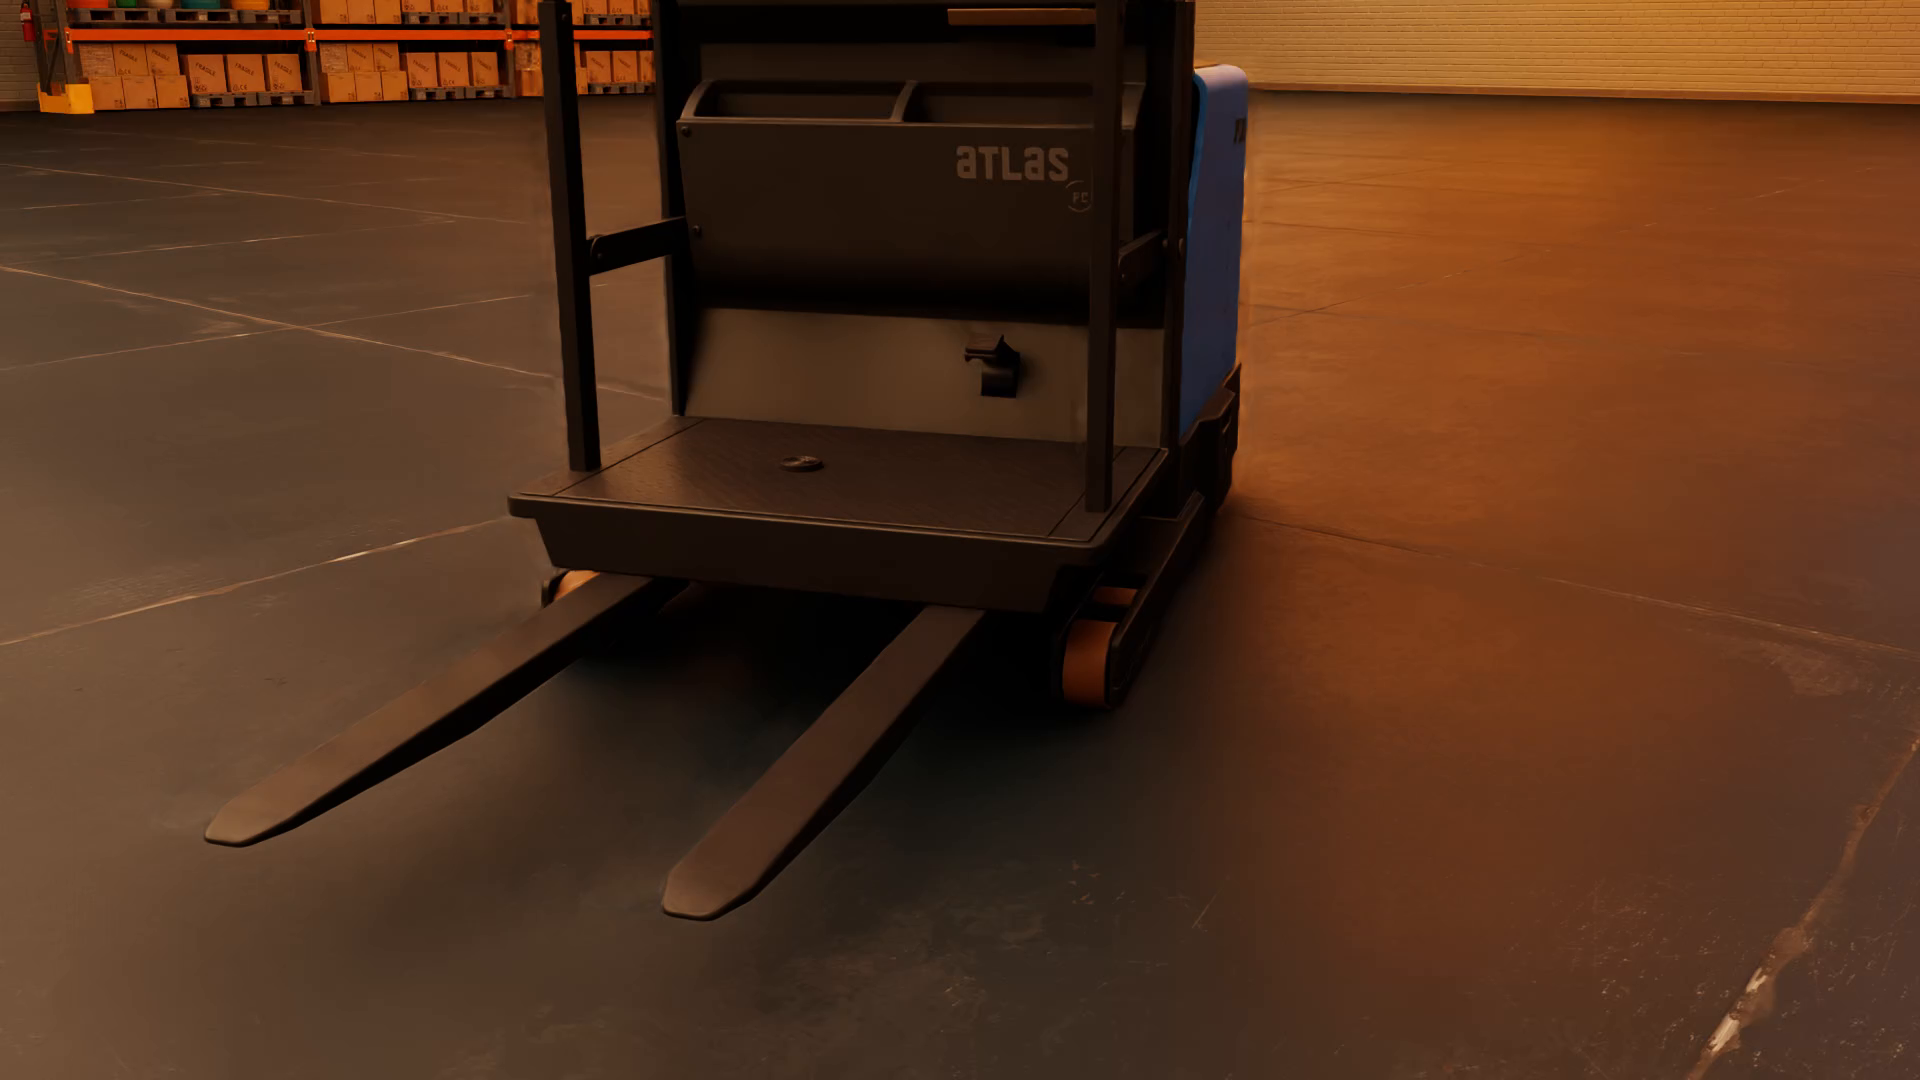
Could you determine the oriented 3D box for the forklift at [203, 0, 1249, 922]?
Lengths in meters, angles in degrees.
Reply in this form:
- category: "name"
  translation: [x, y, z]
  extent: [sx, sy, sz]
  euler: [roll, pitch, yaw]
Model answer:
- category: "forklift"
  translation: [-0.160, -1.226, 2.934]
  extent: [1.130, 2.935, 3.031]
  euler: [5, 18, 16]
